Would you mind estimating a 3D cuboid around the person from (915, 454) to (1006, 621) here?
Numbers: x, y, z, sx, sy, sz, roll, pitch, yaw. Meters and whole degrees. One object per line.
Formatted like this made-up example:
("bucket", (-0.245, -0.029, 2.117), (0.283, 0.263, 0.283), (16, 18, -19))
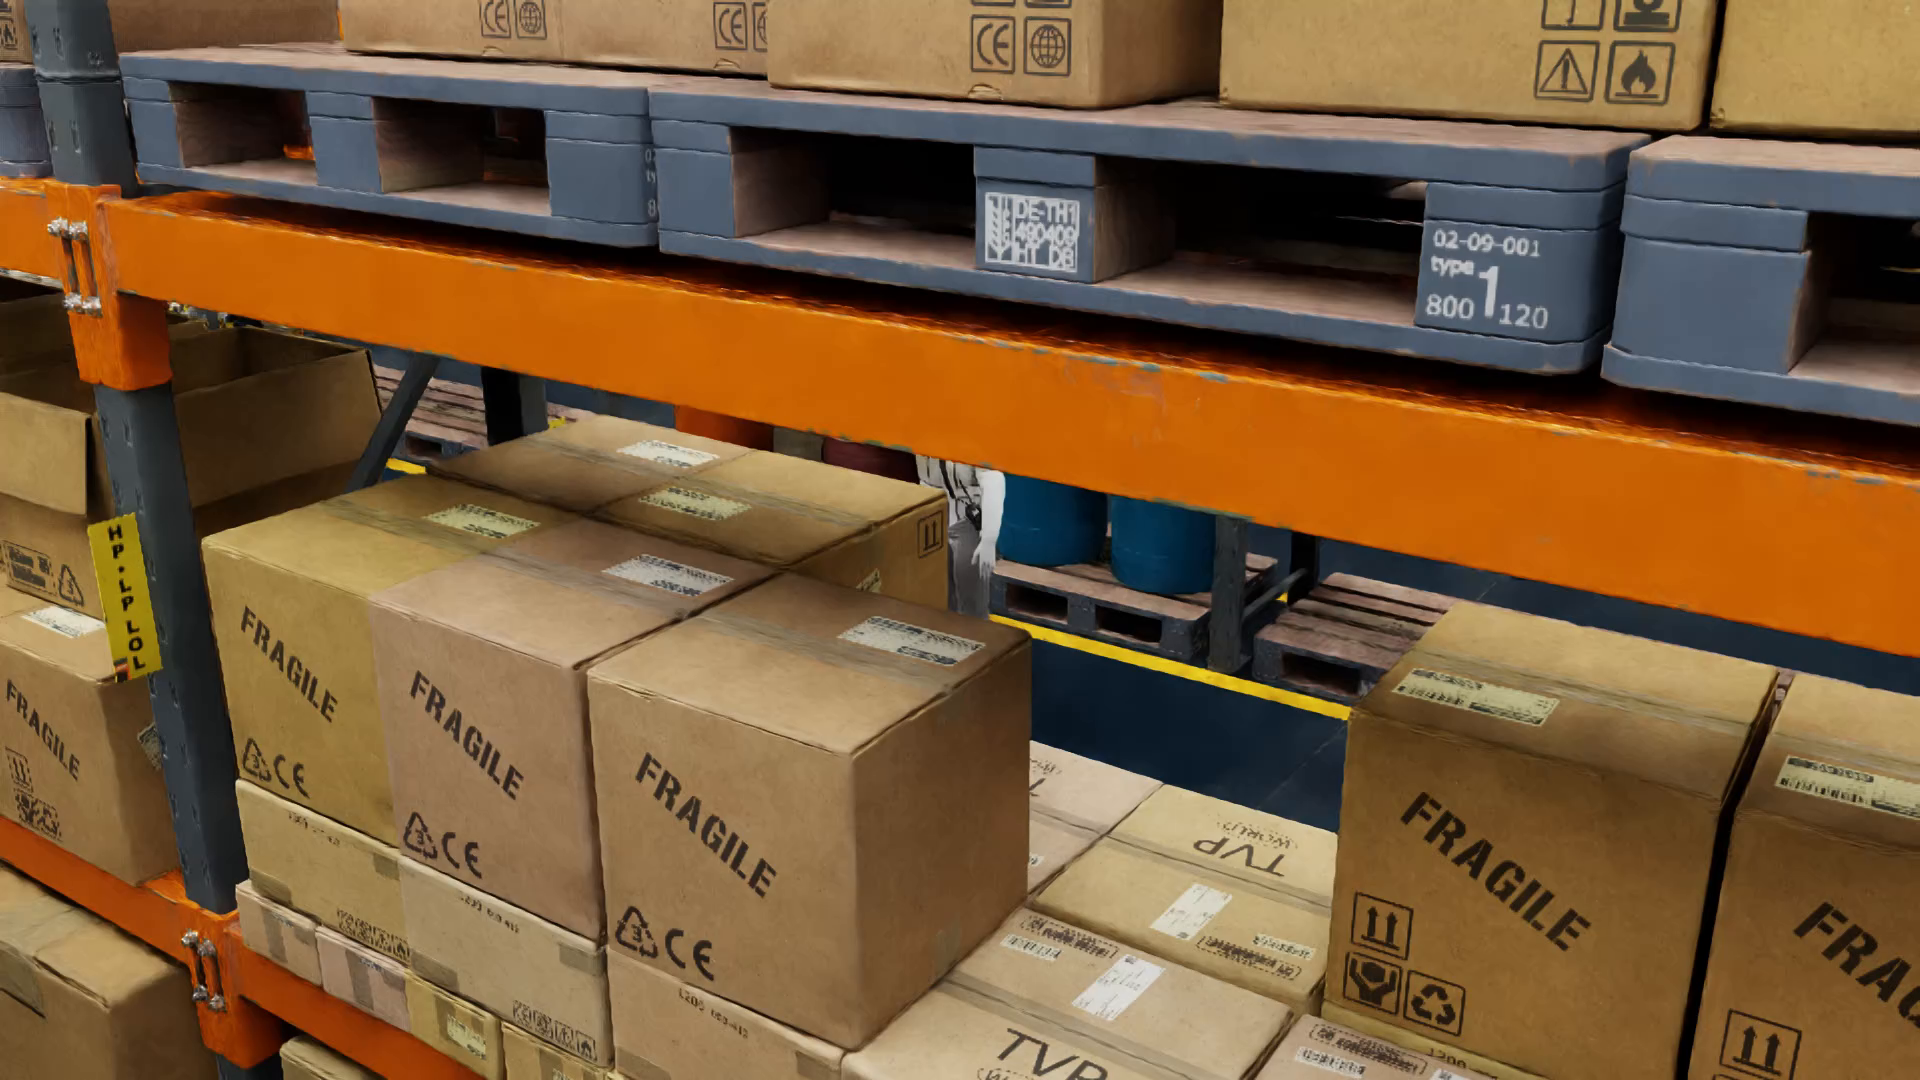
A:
("person", (-0.005, -0.050, 7.114), (0.369, 1.682, 0.589), (-11, 23, -29))
